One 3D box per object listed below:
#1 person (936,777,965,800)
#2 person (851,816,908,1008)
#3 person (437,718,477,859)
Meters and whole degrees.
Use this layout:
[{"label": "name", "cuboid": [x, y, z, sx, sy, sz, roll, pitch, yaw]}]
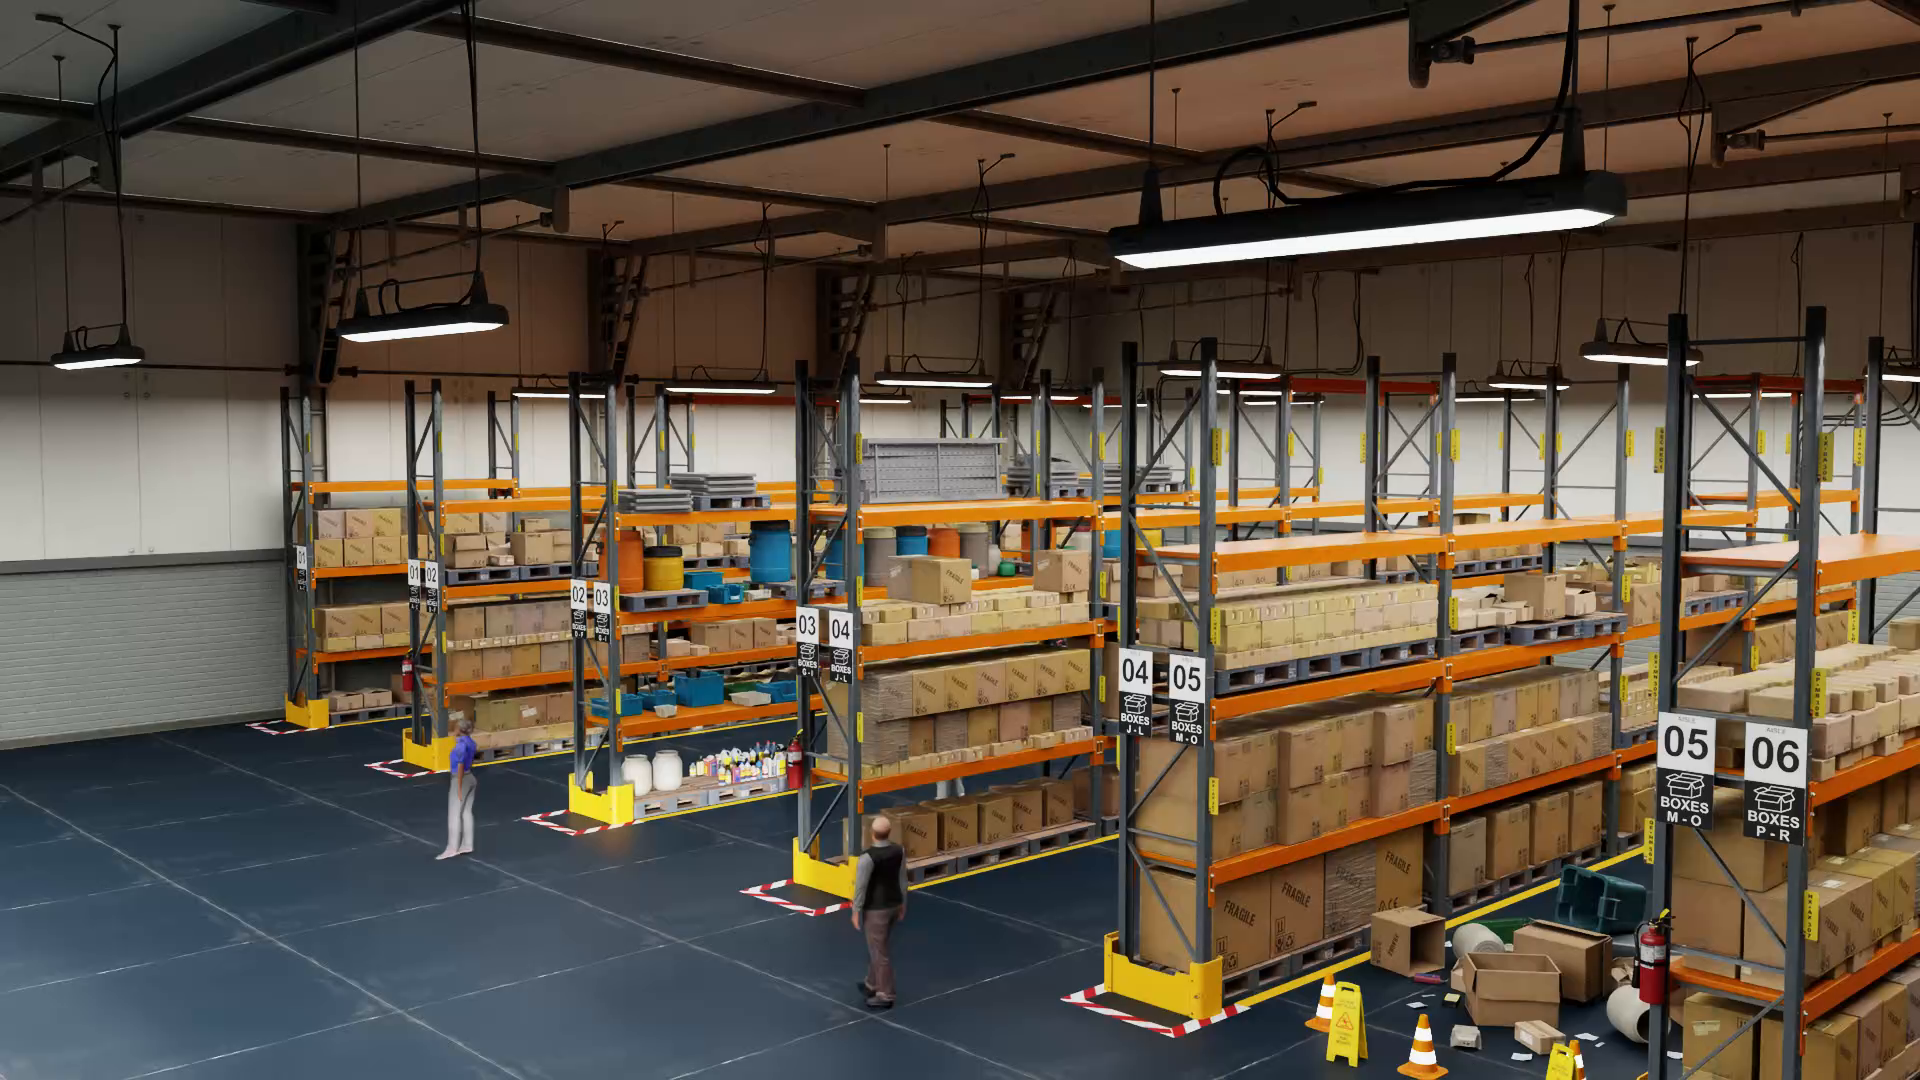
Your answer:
[{"label": "person", "cuboid": [-0.158, 2.858, 23.053, 0.416, 1.695, 0.550, 2, 4, 33]}, {"label": "person", "cuboid": [-0.809, 3.340, 15.089, 0.591, 1.715, 0.570, 2, 4, 29]}, {"label": "person", "cuboid": [-6.173, 3.132, 20.418, 0.387, 1.498, 0.549, 0, 4, 4]}]
